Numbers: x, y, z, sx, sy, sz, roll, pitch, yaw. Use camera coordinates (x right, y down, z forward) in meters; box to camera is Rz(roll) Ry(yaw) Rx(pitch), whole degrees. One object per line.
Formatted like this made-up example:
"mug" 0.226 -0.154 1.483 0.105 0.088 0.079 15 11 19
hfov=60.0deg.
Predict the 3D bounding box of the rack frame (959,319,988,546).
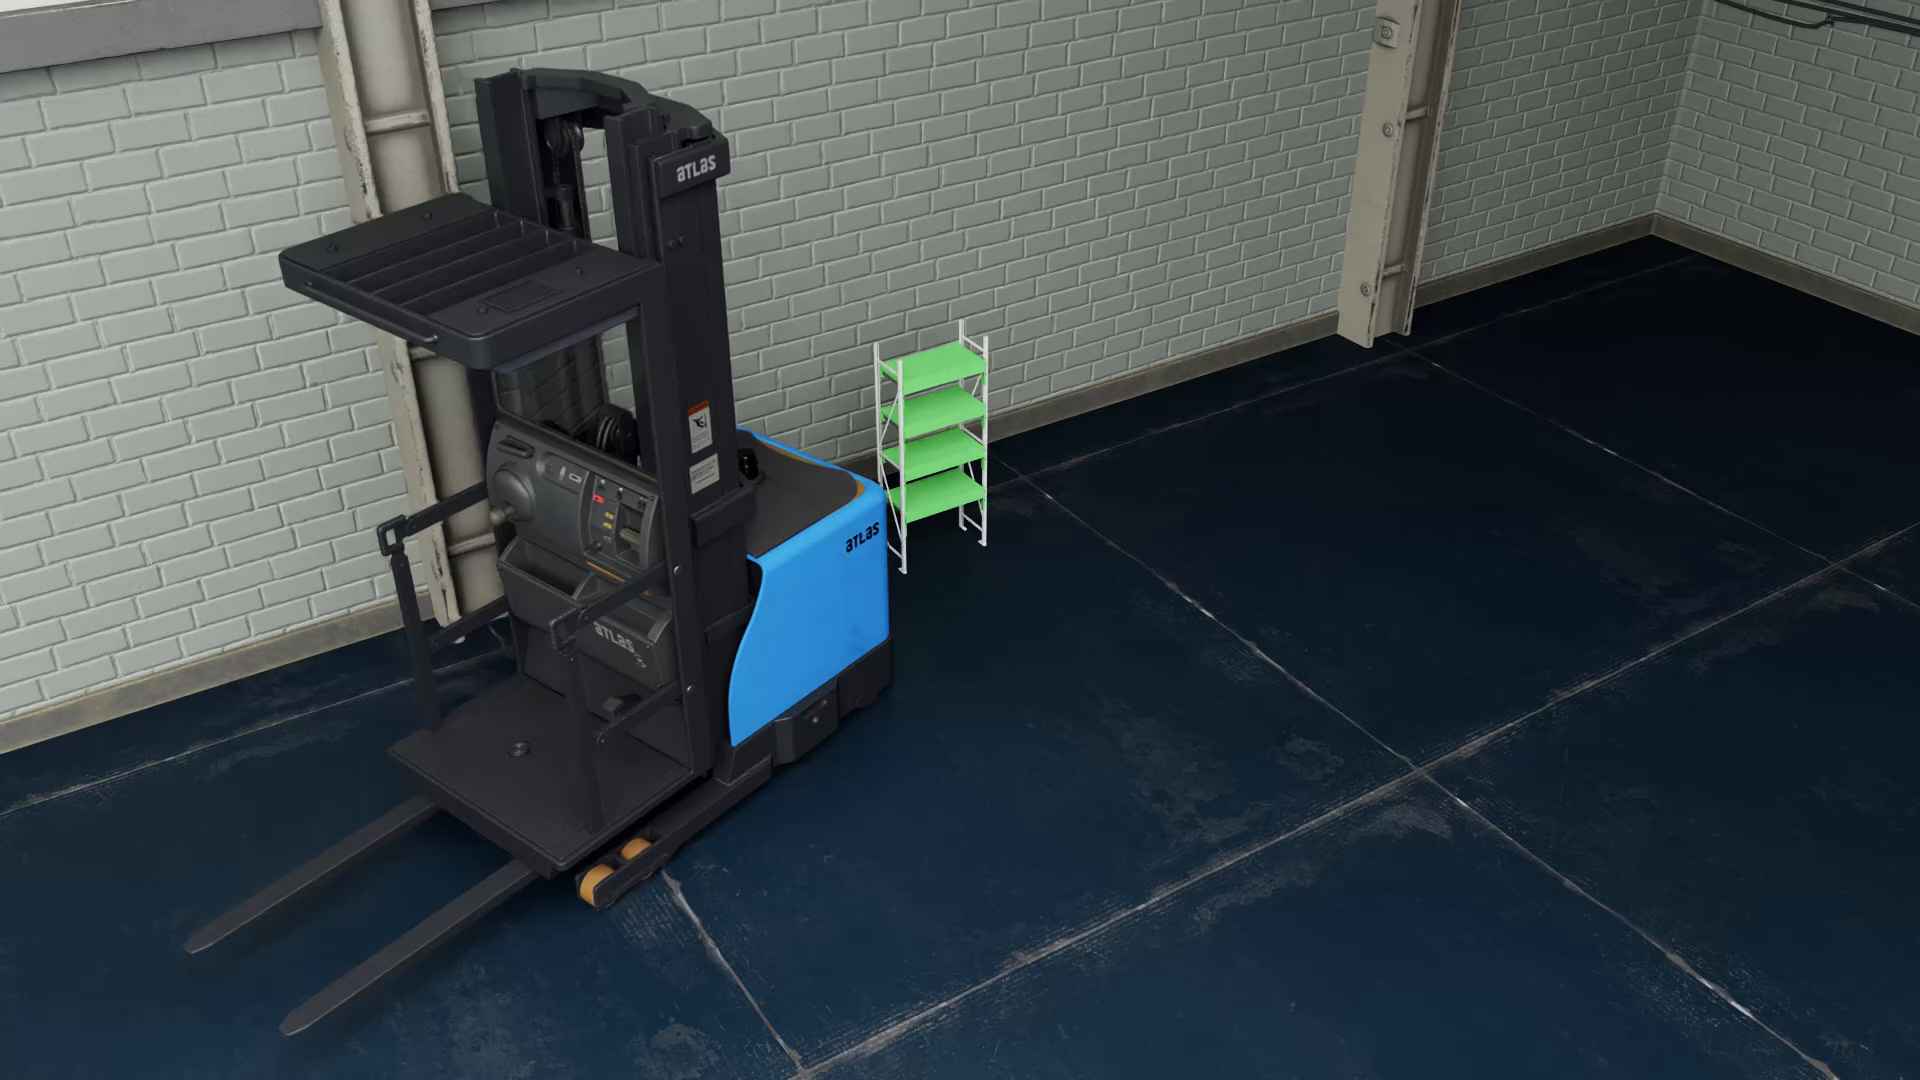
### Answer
"rack frame" 0.066 -0.530 8.466 0.015 1.200 0.240 -19 37 -27

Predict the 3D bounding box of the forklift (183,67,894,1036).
"forklift" -1.609 -0.107 6.172 1.130 2.935 3.031 23 39 32

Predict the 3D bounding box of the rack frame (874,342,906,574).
"rack frame" -0.344 -0.389 8.242 0.015 1.200 0.240 -19 37 -27

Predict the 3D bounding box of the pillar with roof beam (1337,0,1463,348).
"pillar with roof beam" 5.034 -3.236 5.445 0.400 9.000 9.100 -19 37 -27

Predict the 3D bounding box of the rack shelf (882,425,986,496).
"rack shelf" -0.139 -0.406 8.388 0.480 0.148 0.258 -19 37 -27

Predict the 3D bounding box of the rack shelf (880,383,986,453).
"rack shelf" -0.139 -0.609 8.260 0.480 0.148 0.258 -19 37 -27

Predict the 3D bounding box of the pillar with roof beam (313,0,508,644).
"pillar with roof beam" -0.009 -1.501 2.696 0.400 9.000 9.100 -19 37 -27

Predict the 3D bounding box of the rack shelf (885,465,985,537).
"rack shelf" -0.139 -0.203 8.516 0.480 0.148 0.258 -19 37 -27

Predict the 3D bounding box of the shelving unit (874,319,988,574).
"shelving unit" -0.139 -0.460 8.354 0.503 1.200 0.258 -19 37 -27

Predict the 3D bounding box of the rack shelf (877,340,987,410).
"rack shelf" -0.139 -0.812 8.132 0.480 0.148 0.258 -19 37 -27

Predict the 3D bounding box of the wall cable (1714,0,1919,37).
"wall cable" 5.895 -4.112 9.744 0.112 2.526 3.097 -19 37 -27
